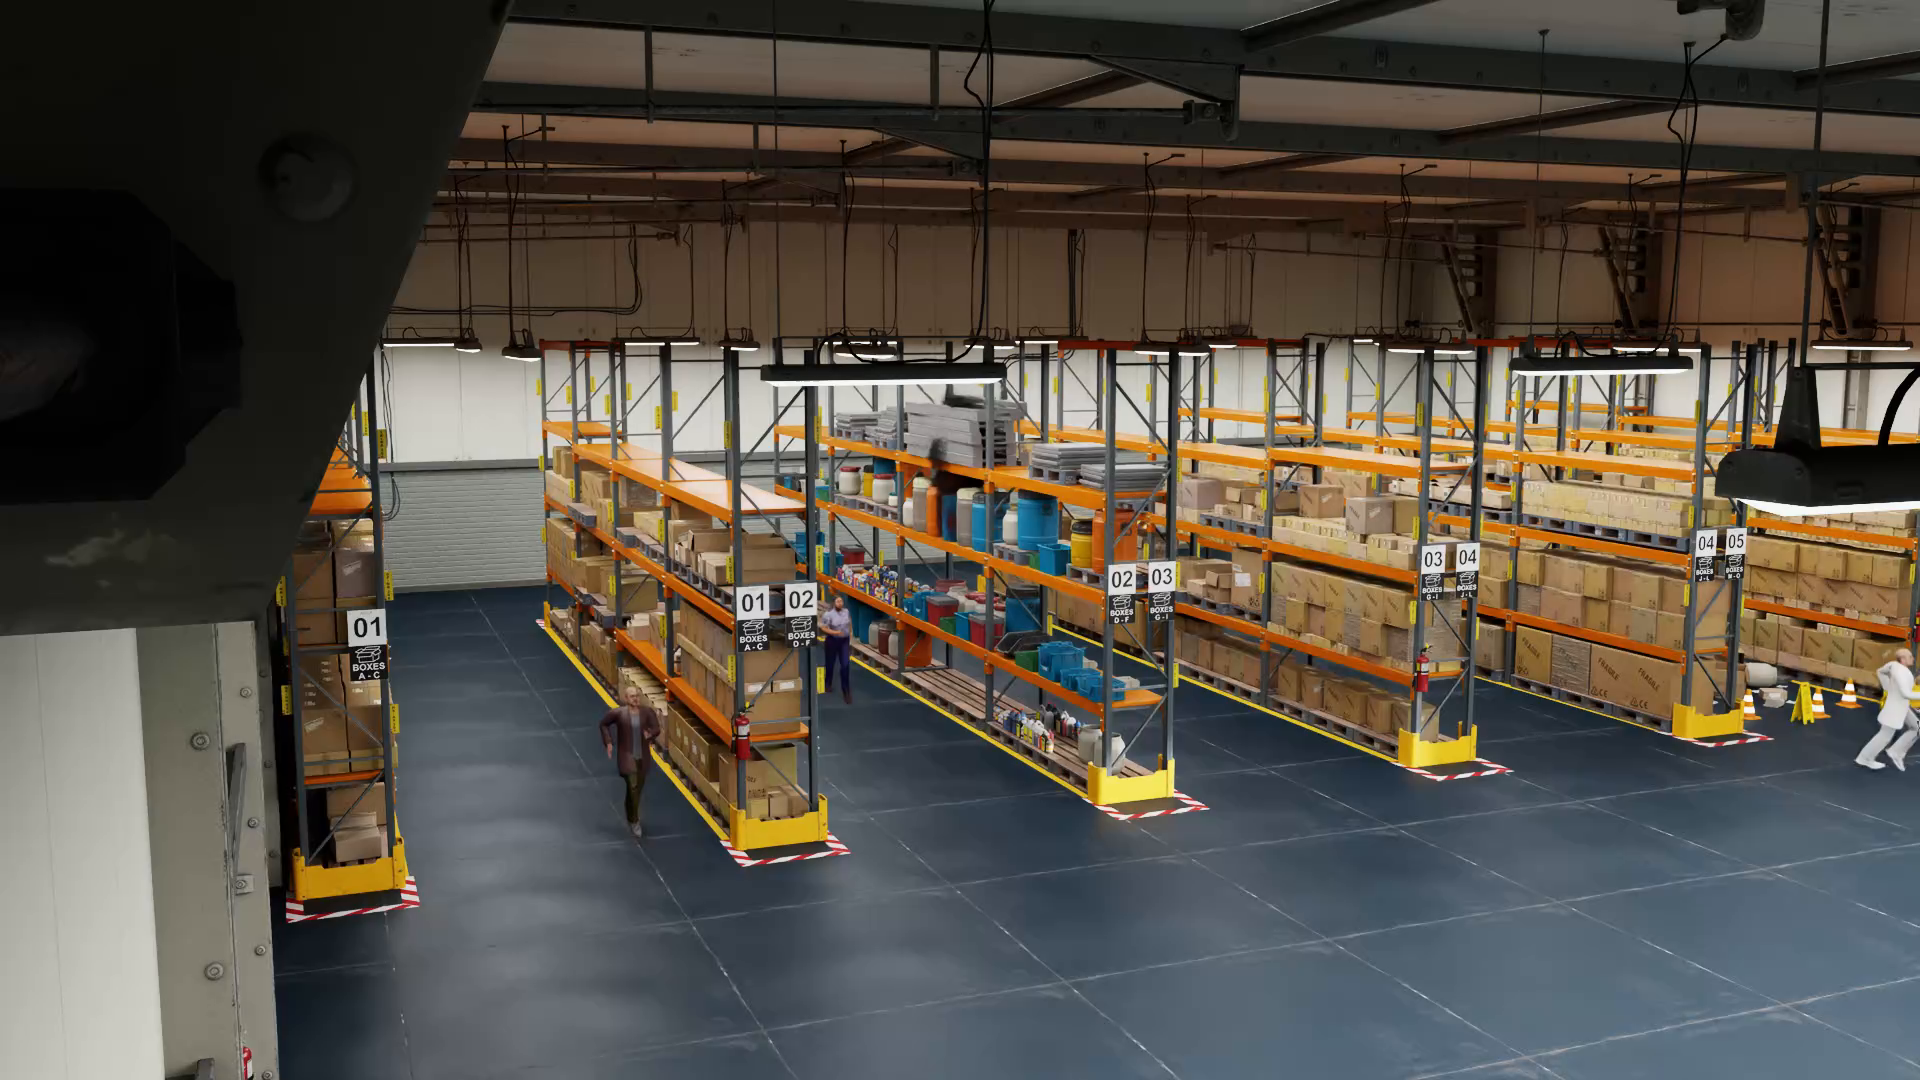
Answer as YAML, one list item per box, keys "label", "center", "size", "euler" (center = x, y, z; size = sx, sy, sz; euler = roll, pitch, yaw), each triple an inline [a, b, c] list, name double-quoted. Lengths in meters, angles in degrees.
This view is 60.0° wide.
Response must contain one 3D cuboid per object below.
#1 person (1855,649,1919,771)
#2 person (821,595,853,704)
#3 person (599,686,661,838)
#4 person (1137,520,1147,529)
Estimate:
- label: "person"
  center: [13.255, 2.400, 23.530]
  size: [0.936, 1.774, 0.729]
  euler: [4, 8, 29]
- label: "person"
  center: [-1.970, 1.765, 26.985]
  size: [0.614, 1.785, 0.714]
  euler: [-4, 8, -27]
- label: "person"
  center: [-4.101, 2.738, 20.852]
  size: [0.674, 1.838, 0.850]
  euler: [-5, 9, -34]
- label: "person"
  center: [4.292, 0.127, 41.237]
  size: [0.960, 1.684, 0.850]
  euler: [-2, 8, -18]
